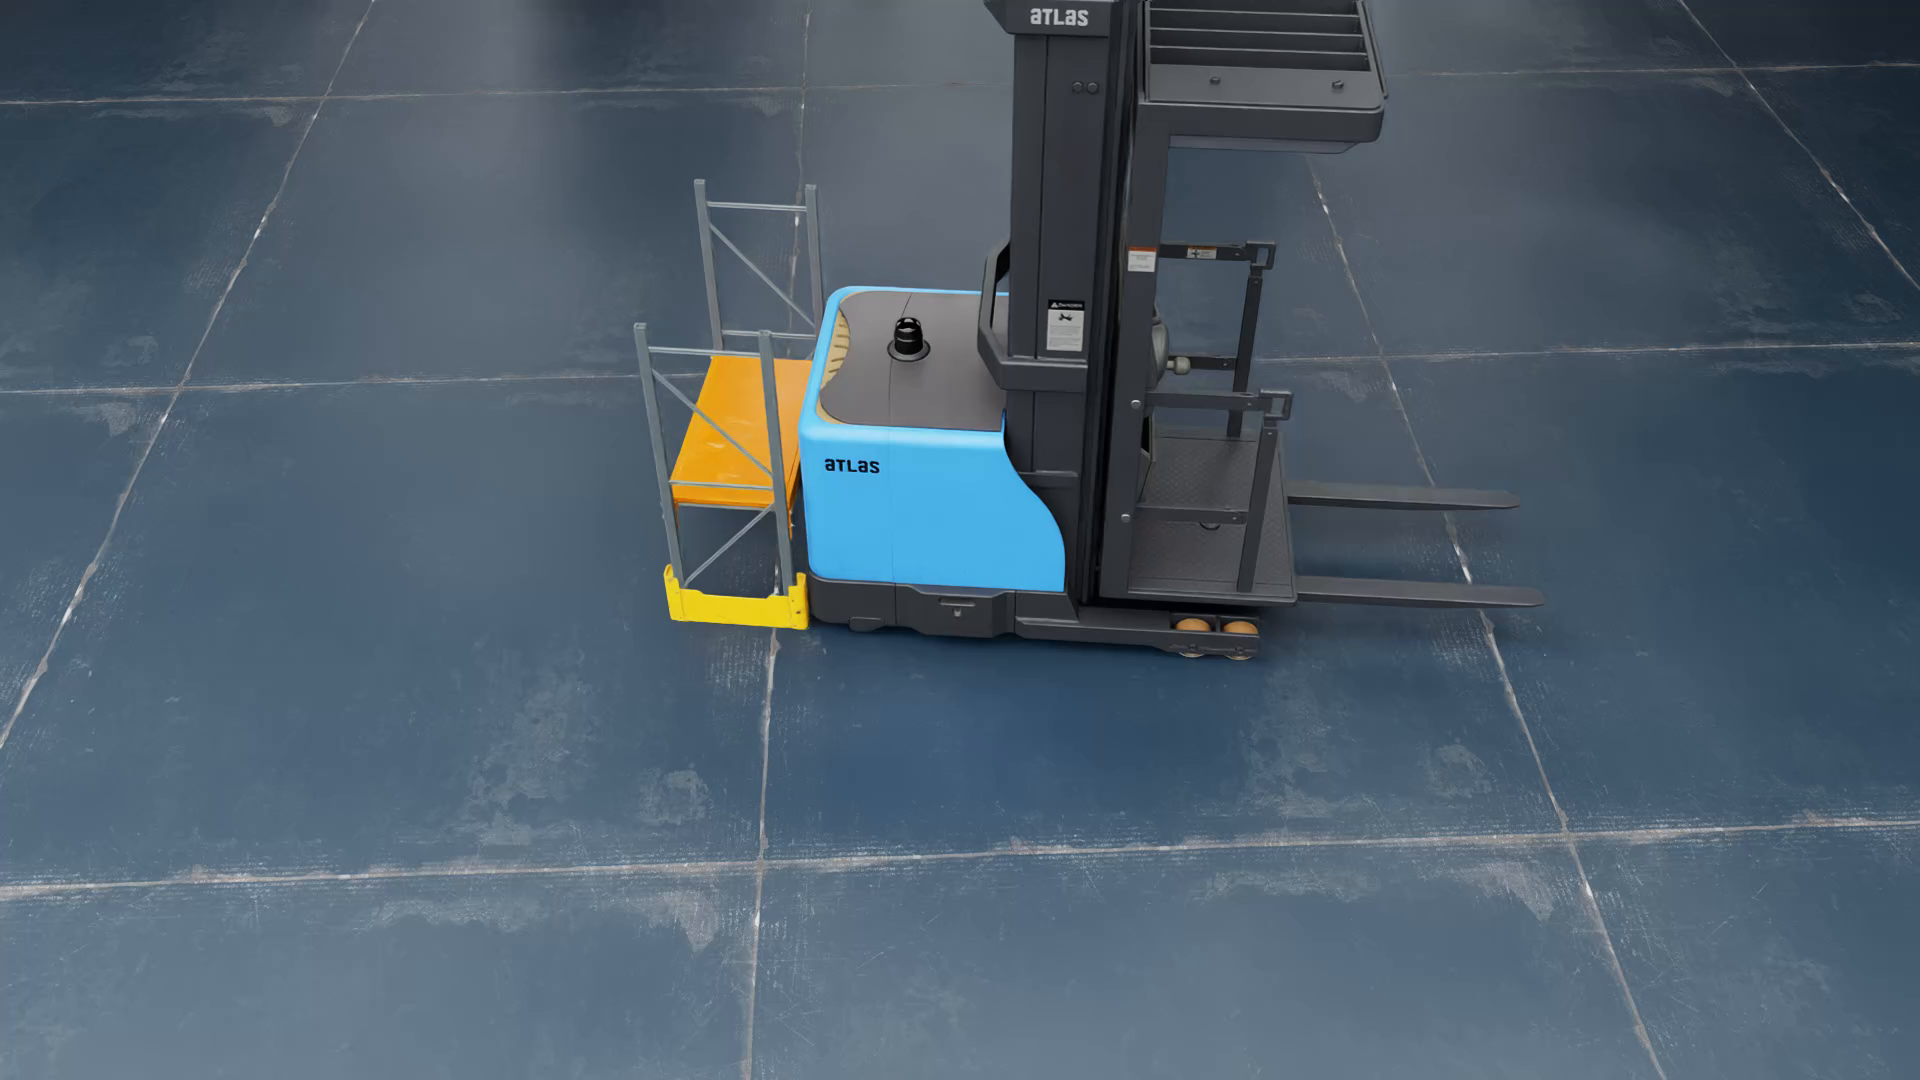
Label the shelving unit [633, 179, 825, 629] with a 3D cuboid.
[{"bbox_3d":[-0.882,-0.558,6.899,0.587,1.500,1.083,4,43,4],"label":"shelving unit"}]

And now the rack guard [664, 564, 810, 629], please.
[{"bbox_3d":[-0.931,0.237,6.956,0.587,0.250,0.087,4,43,4],"label":"rack guard"}]

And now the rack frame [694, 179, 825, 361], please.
[{"bbox_3d":[-0.833,-0.894,7.265,0.500,1.500,0.032,4,43,4],"label":"rack frame"}]

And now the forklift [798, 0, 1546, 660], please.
[{"bbox_3d":[0.910,-0.962,6.280,3.031,2.935,1.130,3,43,3],"label":"forklift"}]

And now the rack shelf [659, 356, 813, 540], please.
[{"bbox_3d":[-0.883,-0.420,7.014,0.538,0.185,1.000,4,43,4],"label":"rack shelf"}]

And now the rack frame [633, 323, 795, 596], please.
[{"bbox_3d":[-0.933,-0.210,6.519,0.500,1.500,0.032,4,43,4],"label":"rack frame"}]
